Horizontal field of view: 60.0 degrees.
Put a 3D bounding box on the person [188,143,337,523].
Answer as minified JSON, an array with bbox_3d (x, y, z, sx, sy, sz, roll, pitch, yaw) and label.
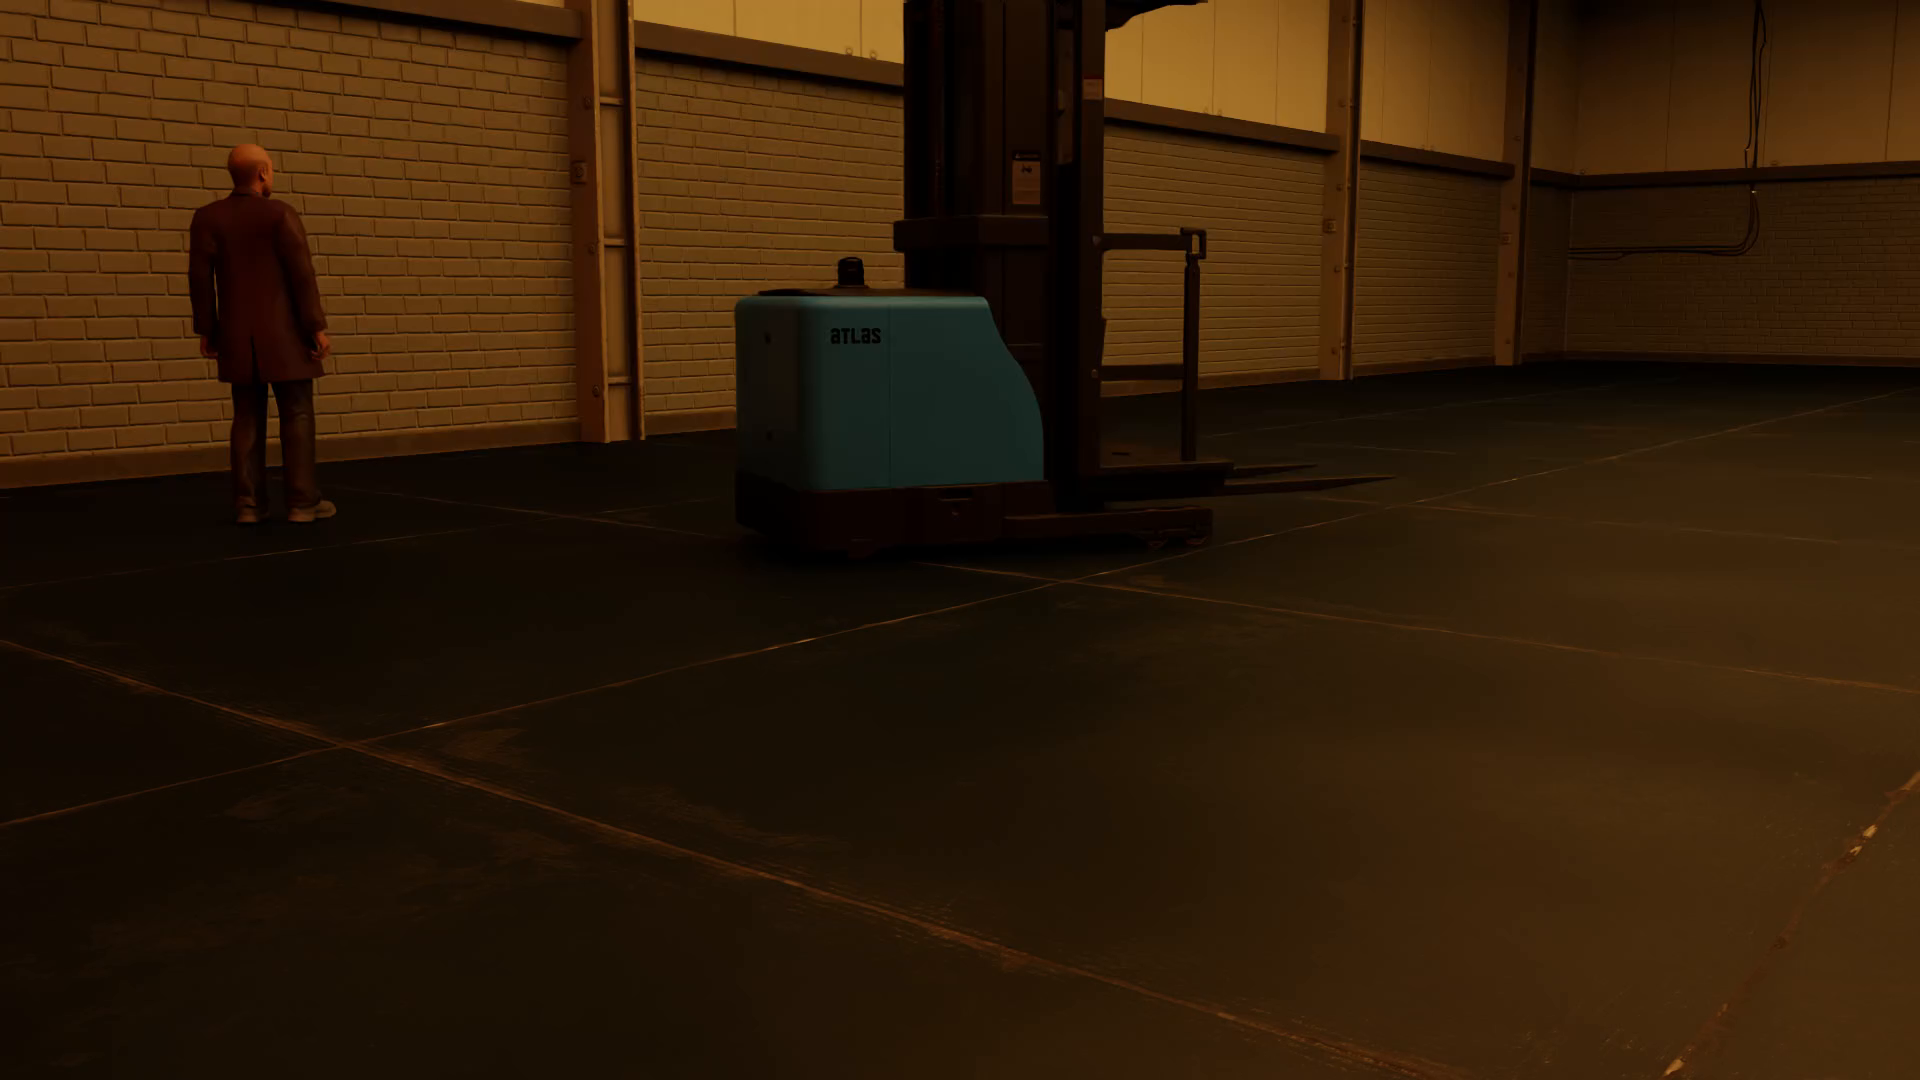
[{"bbox_3d":[-3.307,-0.979,7.947,0.643,1.782,0.420,0,8,1],"label":"person"}]

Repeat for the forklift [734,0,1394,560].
[{"bbox_3d":[0.556,-1.488,7.450,3.031,2.935,1.130,-4,9,-24],"label":"forklift"}]
